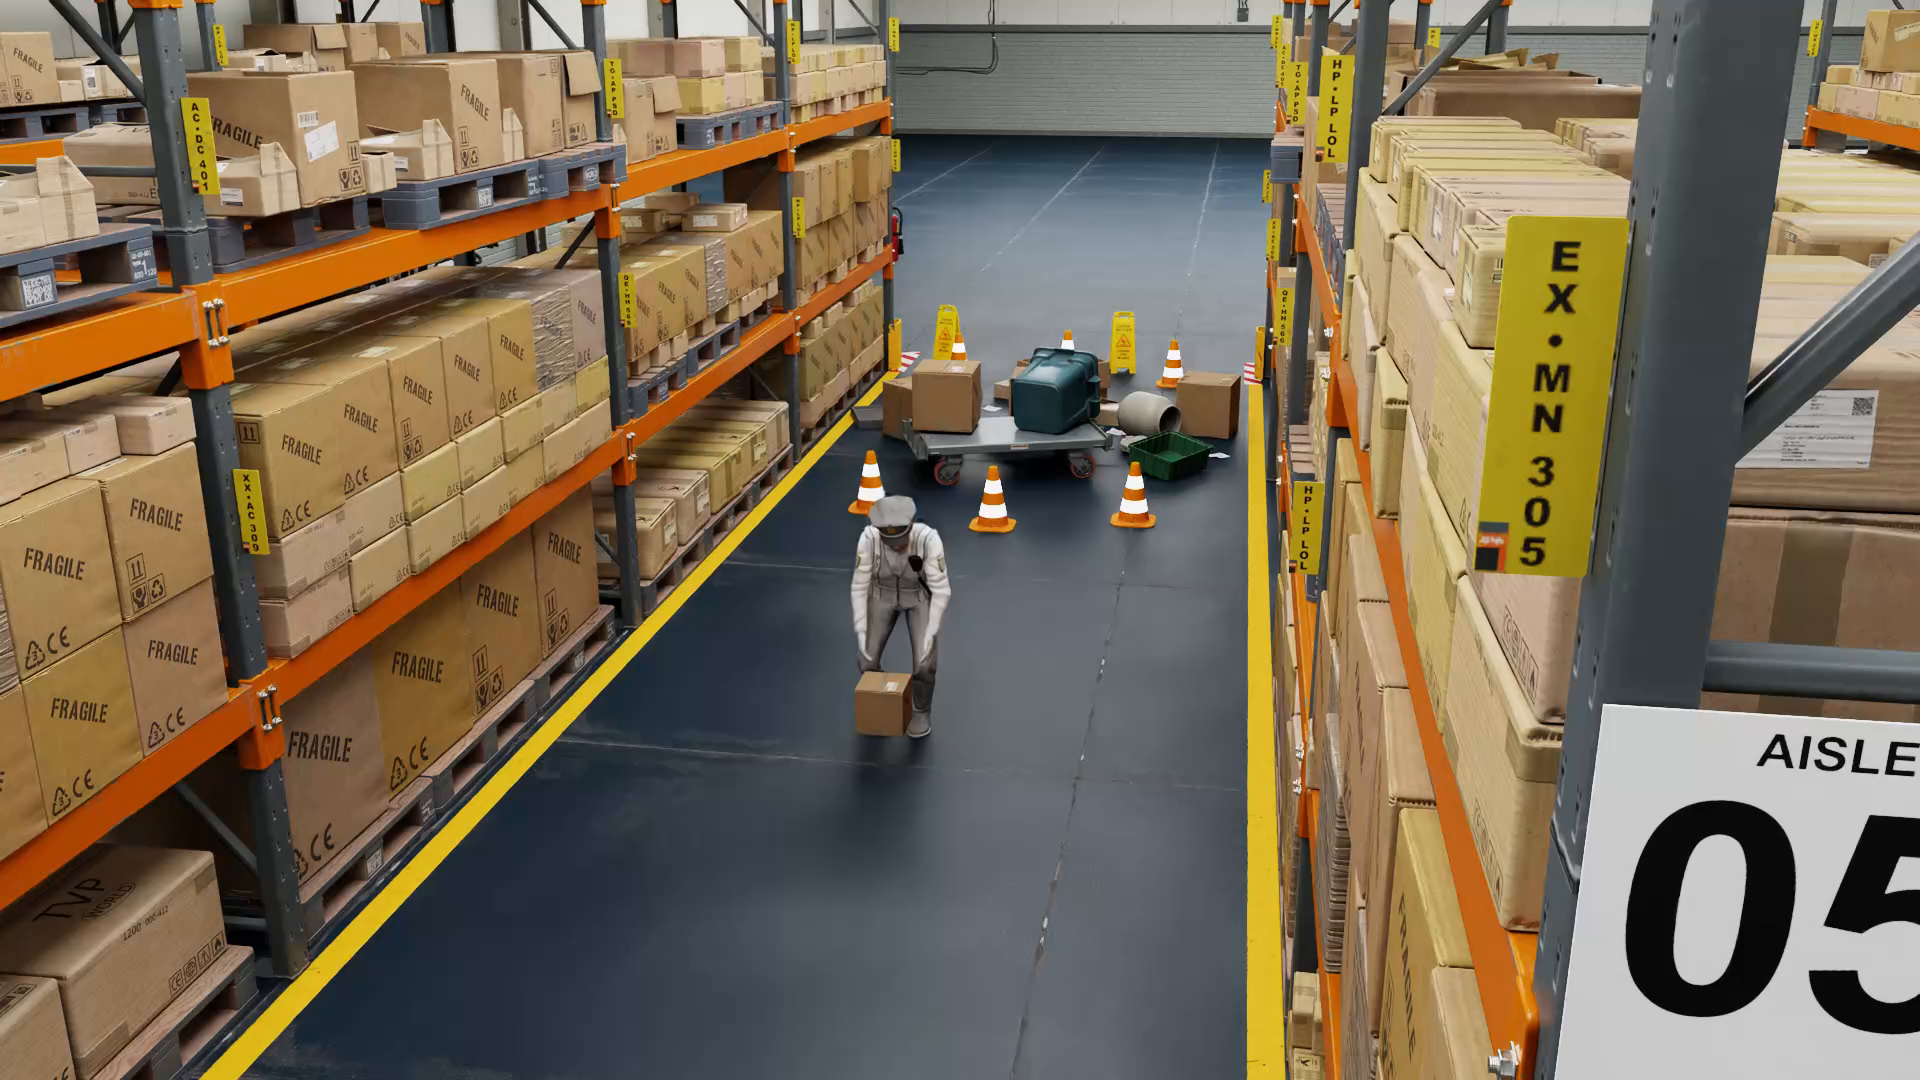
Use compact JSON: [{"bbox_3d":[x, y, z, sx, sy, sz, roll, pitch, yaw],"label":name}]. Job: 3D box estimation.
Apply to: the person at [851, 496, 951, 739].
[{"bbox_3d":[-0.303,0.387,8.844,0.535,1.376,0.708,3,18,9],"label":"person"}]
